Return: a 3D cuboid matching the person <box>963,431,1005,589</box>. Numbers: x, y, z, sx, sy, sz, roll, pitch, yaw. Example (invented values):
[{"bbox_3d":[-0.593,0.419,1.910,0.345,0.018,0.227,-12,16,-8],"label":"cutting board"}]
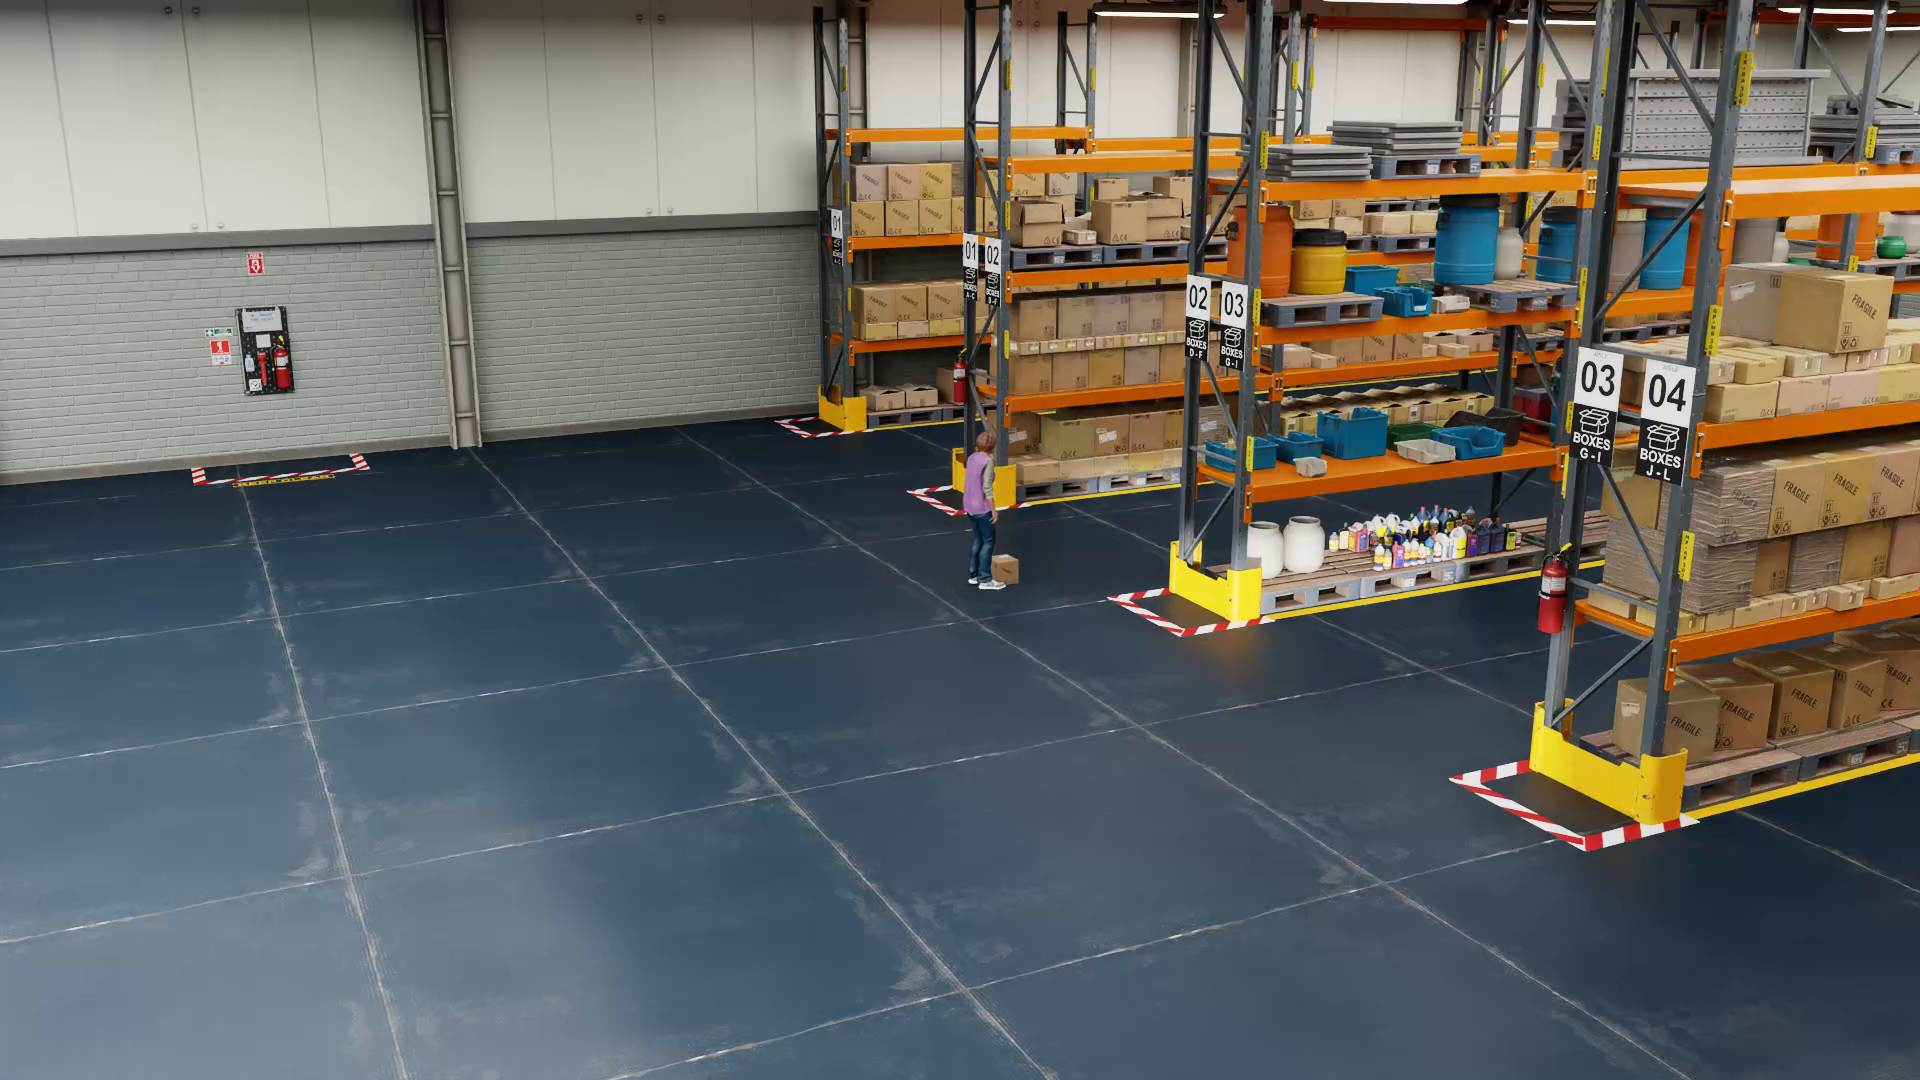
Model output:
[{"bbox_3d":[0.223,-0.306,16.843,0.346,1.592,0.479,-9,18,-28],"label":"person"}]
